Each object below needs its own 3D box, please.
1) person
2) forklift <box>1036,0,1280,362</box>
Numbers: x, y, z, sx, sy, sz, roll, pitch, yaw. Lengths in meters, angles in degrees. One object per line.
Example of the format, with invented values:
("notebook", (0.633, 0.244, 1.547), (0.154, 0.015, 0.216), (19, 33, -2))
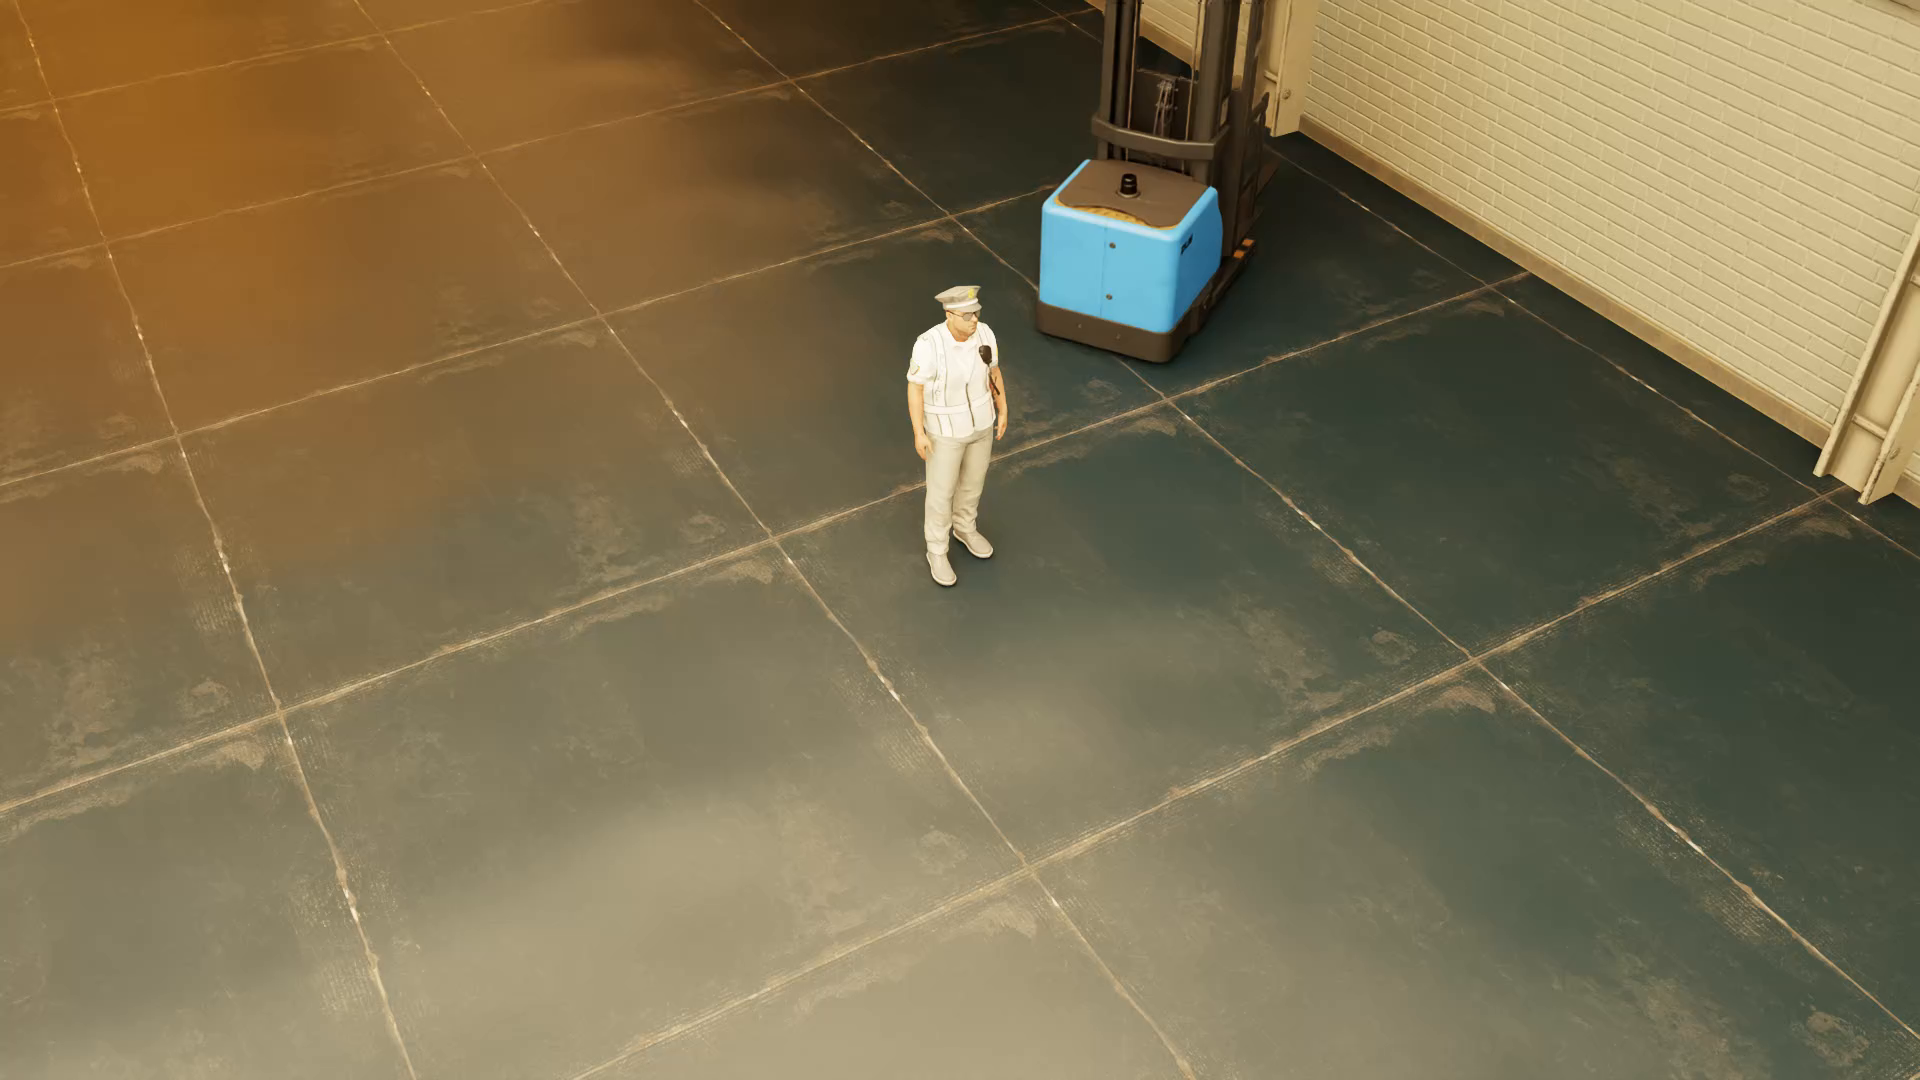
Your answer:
("person", (0.030, -0.645, 9.701), (0.641, 1.781, 0.574), (-20, 44, -23))
("forklift", (1.665, -3.314, 12.032), (1.130, 2.935, 3.031), (18, 43, 20))
